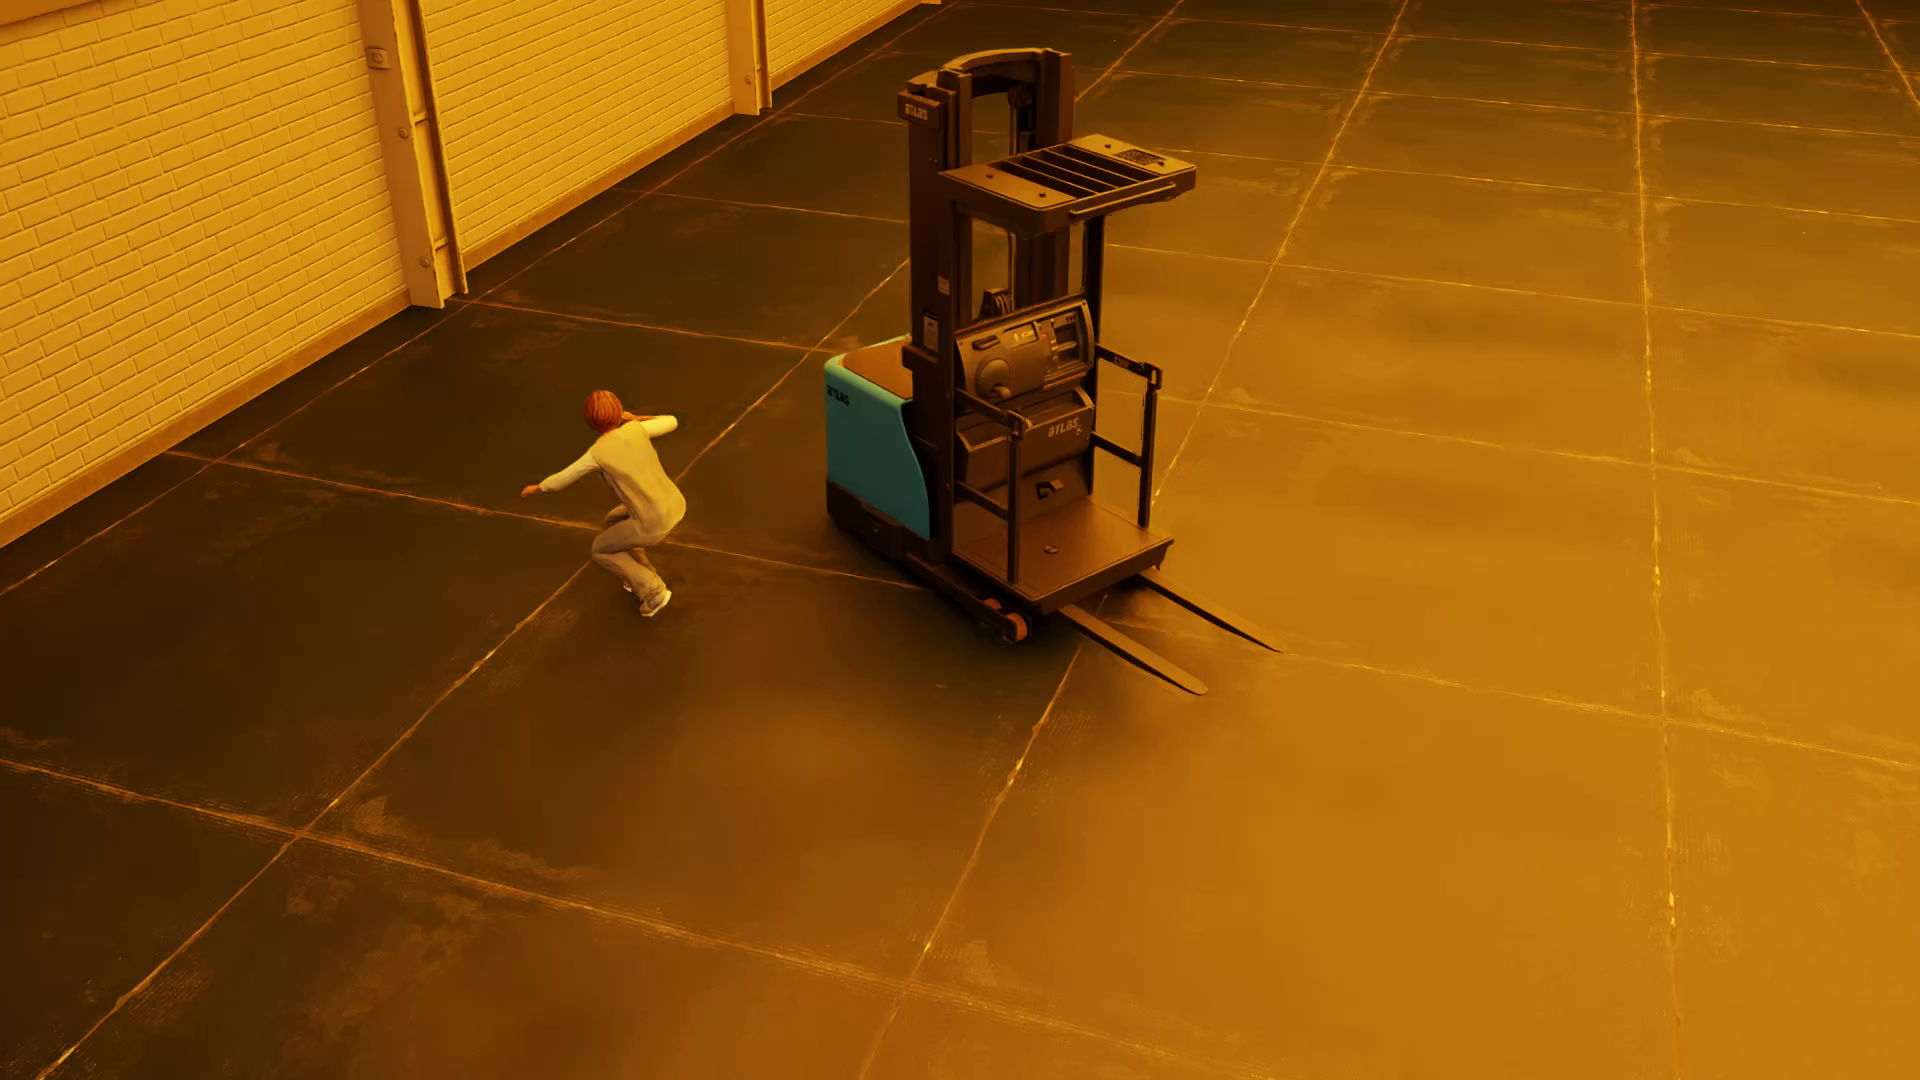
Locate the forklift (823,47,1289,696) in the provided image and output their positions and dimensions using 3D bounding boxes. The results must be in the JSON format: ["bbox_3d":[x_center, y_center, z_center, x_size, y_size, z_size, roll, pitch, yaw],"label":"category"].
[{"bbox_3d":[0.498,-0.990,8.873,1.130,2.935,3.031,-22,36,-33],"label":"forklift"}]

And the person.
[{"bbox_3d":[-1.911,-0.241,9.185,0.881,1.324,0.680,14,32,22],"label":"person"}]
